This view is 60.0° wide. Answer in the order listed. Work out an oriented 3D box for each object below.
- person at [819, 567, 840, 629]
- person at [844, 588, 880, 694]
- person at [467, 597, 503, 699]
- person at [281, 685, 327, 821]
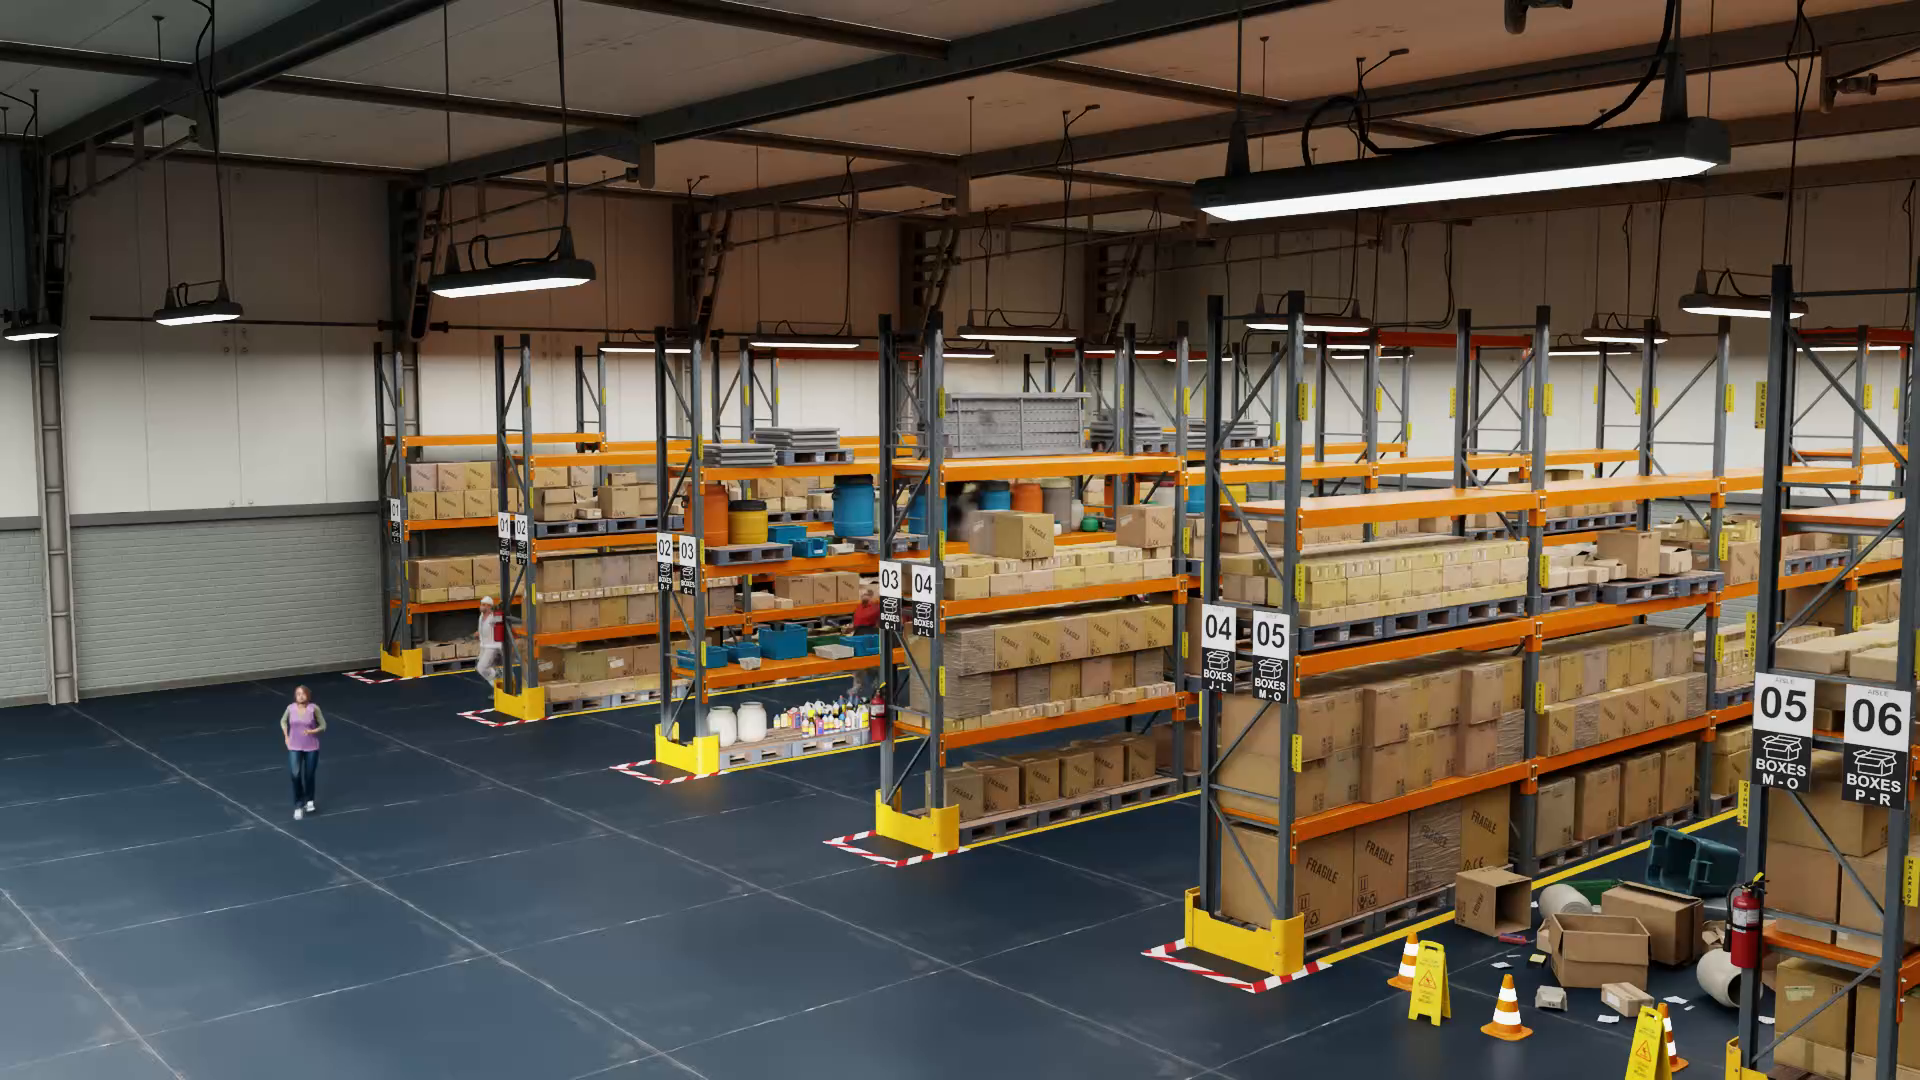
[{"bbox_3d":[-2.676,1.274,33.424,0.580,1.695,0.904,4,6,36],"label":"person"},{"bbox_3d":[-1.514,1.624,26.834,0.832,1.688,0.677,-5,7,-42],"label":"person"},{"bbox_3d":[-7.843,1.797,27.592,0.672,1.722,0.608,5,7,42],"label":"person"},{"bbox_3d":[-7.905,2.567,20.037,0.540,1.659,0.599,-1,5,-16],"label":"person"}]
